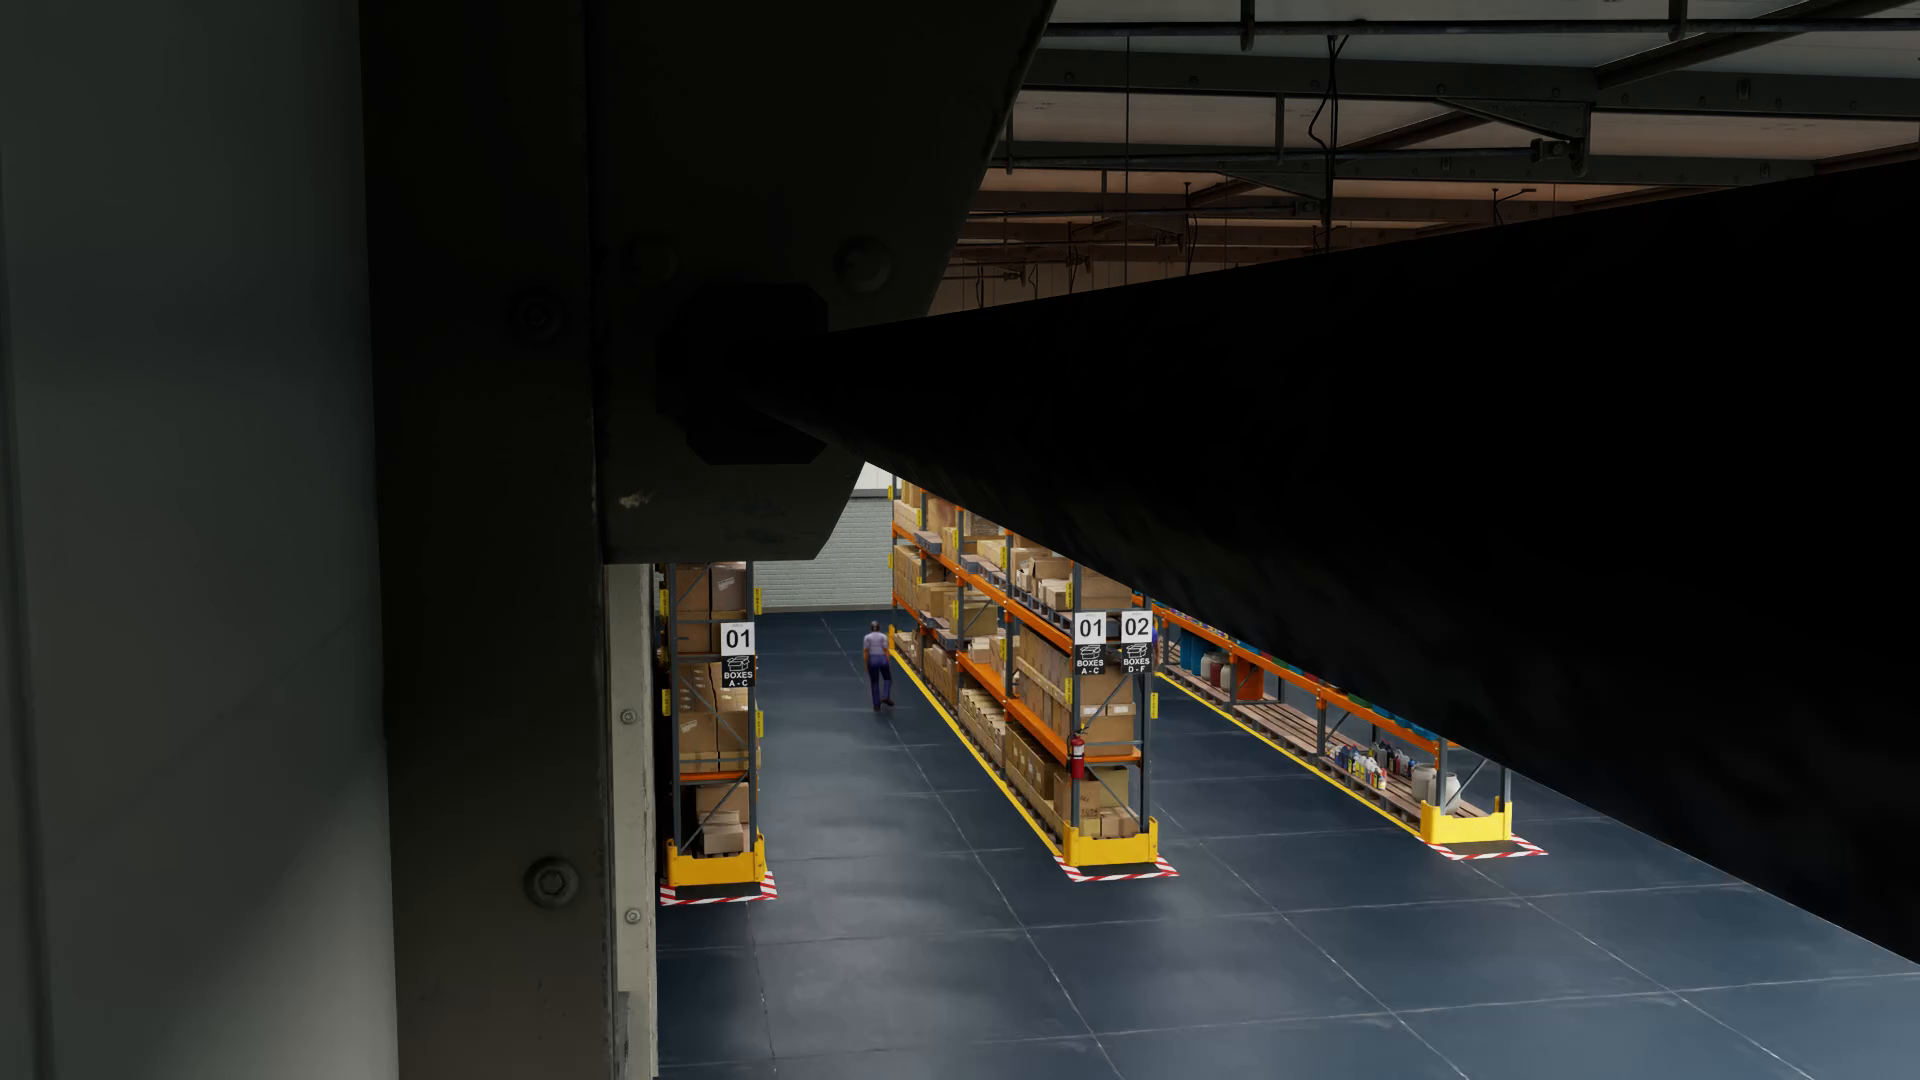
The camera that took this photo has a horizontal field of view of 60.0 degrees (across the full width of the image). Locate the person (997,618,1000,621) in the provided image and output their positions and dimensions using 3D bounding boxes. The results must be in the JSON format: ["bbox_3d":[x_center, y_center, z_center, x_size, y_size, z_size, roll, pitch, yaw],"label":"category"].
[{"bbox_3d":[0.667,1.130,40.423,0.758,1.642,0.434,3,7,27],"label":"person"}]

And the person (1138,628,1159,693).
[{"bbox_3d":[3.441,2.143,30.876,0.478,1.538,0.795,1,6,11],"label":"person"}]

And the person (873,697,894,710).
[{"bbox_3d":[-1.385,2.969,30.147,0.374,0.220,0.339,0,6,-3],"label":"person"}]
